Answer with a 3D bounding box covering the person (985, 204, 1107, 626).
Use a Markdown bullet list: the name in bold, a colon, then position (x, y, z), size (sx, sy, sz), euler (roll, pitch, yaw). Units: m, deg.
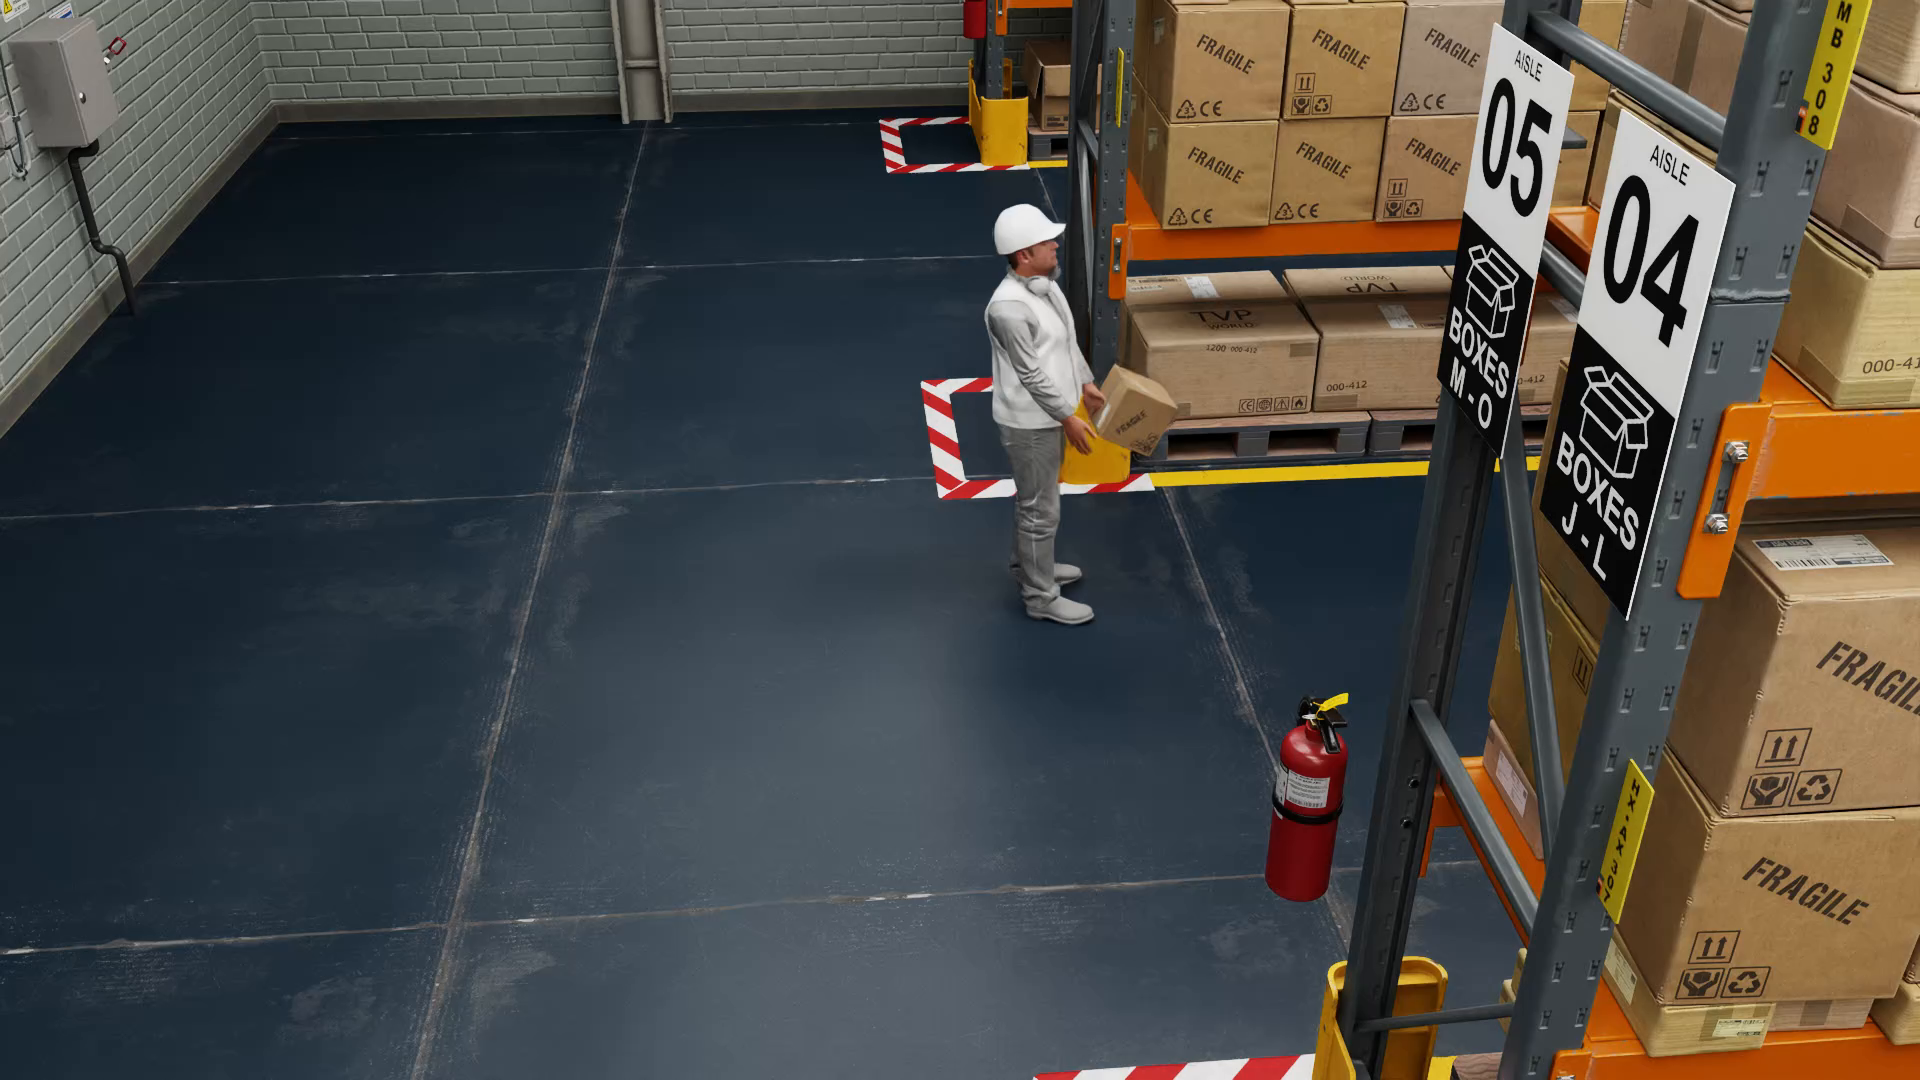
- **person**: position (0.386, -0.536, 6.995), size (0.523, 1.775, 0.526), euler (9, 32, 14)
